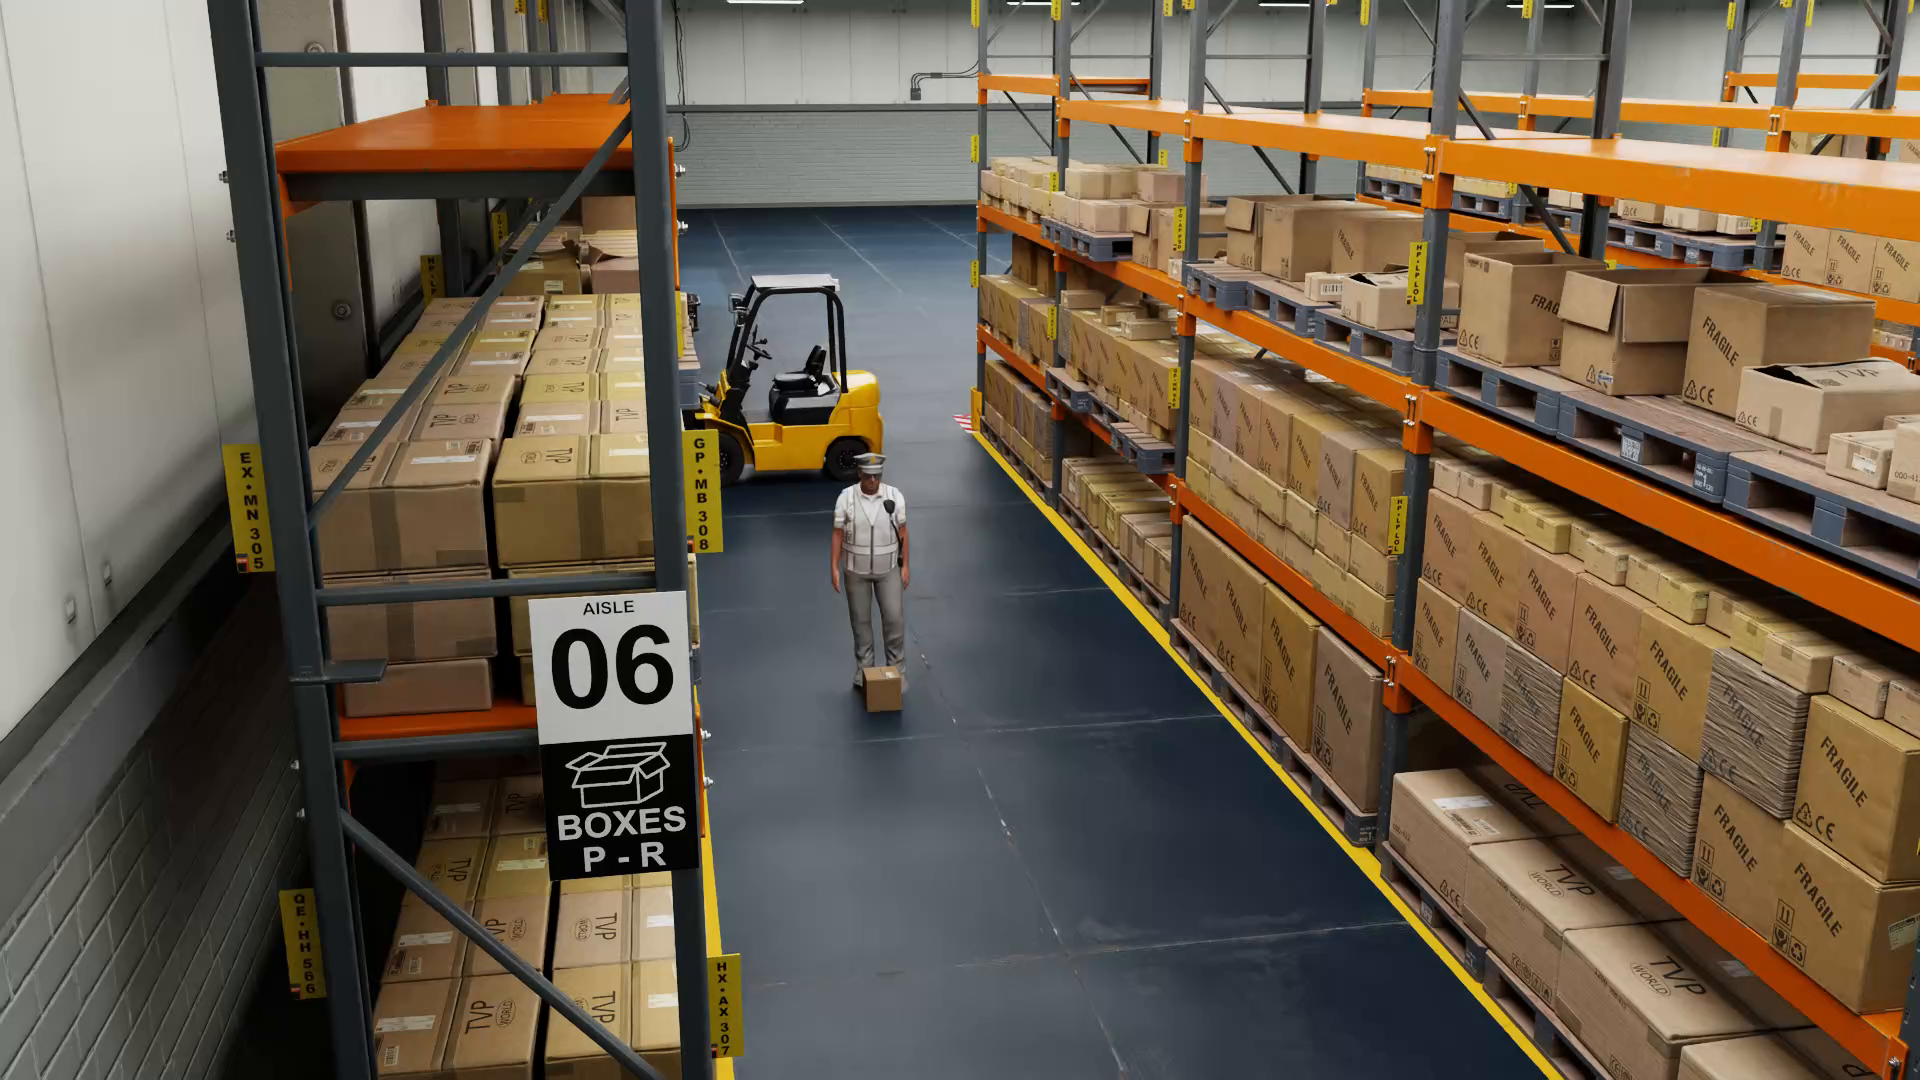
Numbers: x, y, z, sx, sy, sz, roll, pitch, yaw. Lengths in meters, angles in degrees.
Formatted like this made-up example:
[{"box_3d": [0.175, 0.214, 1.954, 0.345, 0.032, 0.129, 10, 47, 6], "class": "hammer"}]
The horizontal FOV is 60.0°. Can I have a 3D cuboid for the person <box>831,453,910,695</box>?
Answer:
[{"box_3d": [-0.653, 0.241, 12.216, 0.581, 1.784, 0.534, -1, 16, -5], "class": "person"}]
